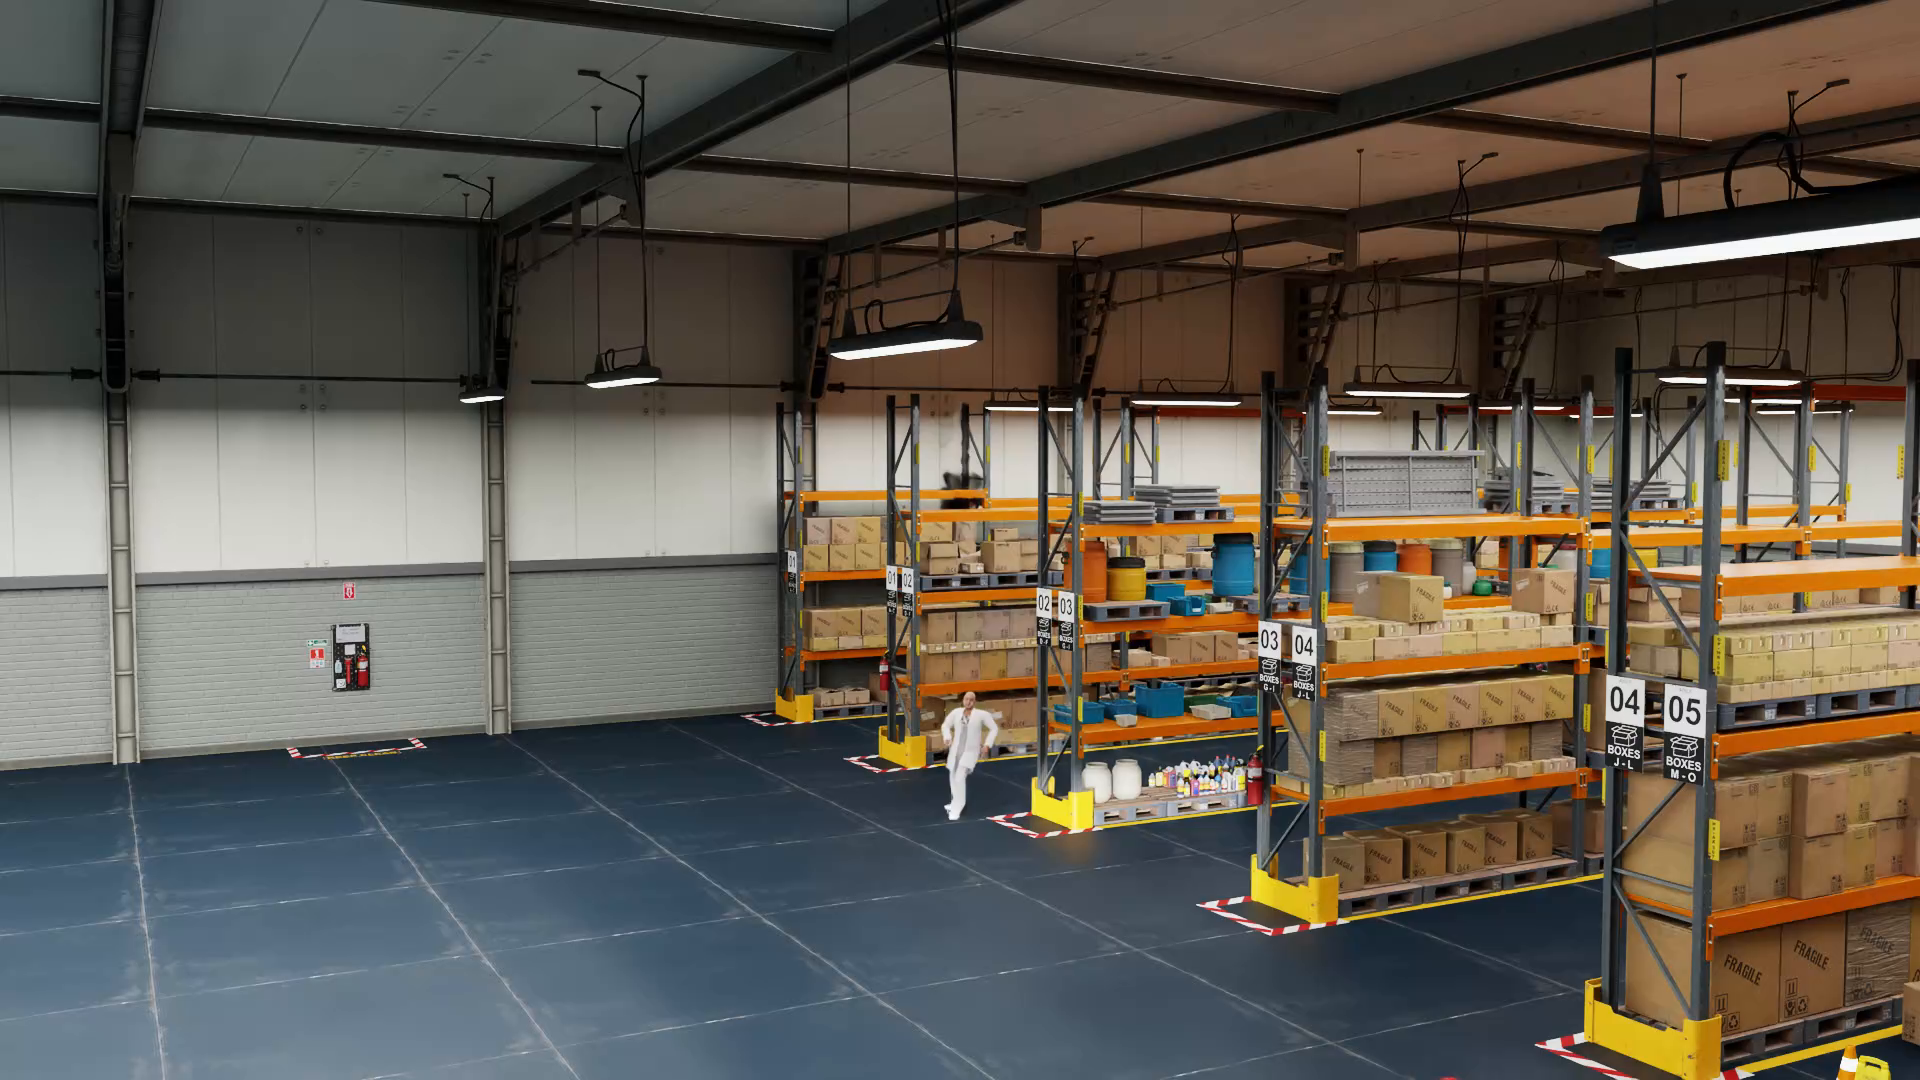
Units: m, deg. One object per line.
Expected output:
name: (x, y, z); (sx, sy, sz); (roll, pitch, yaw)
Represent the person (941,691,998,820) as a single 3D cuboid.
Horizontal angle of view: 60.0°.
person: (0.089, 3.003, 23.132); (0.771, 1.803, 0.695); (2, 4, 26)
